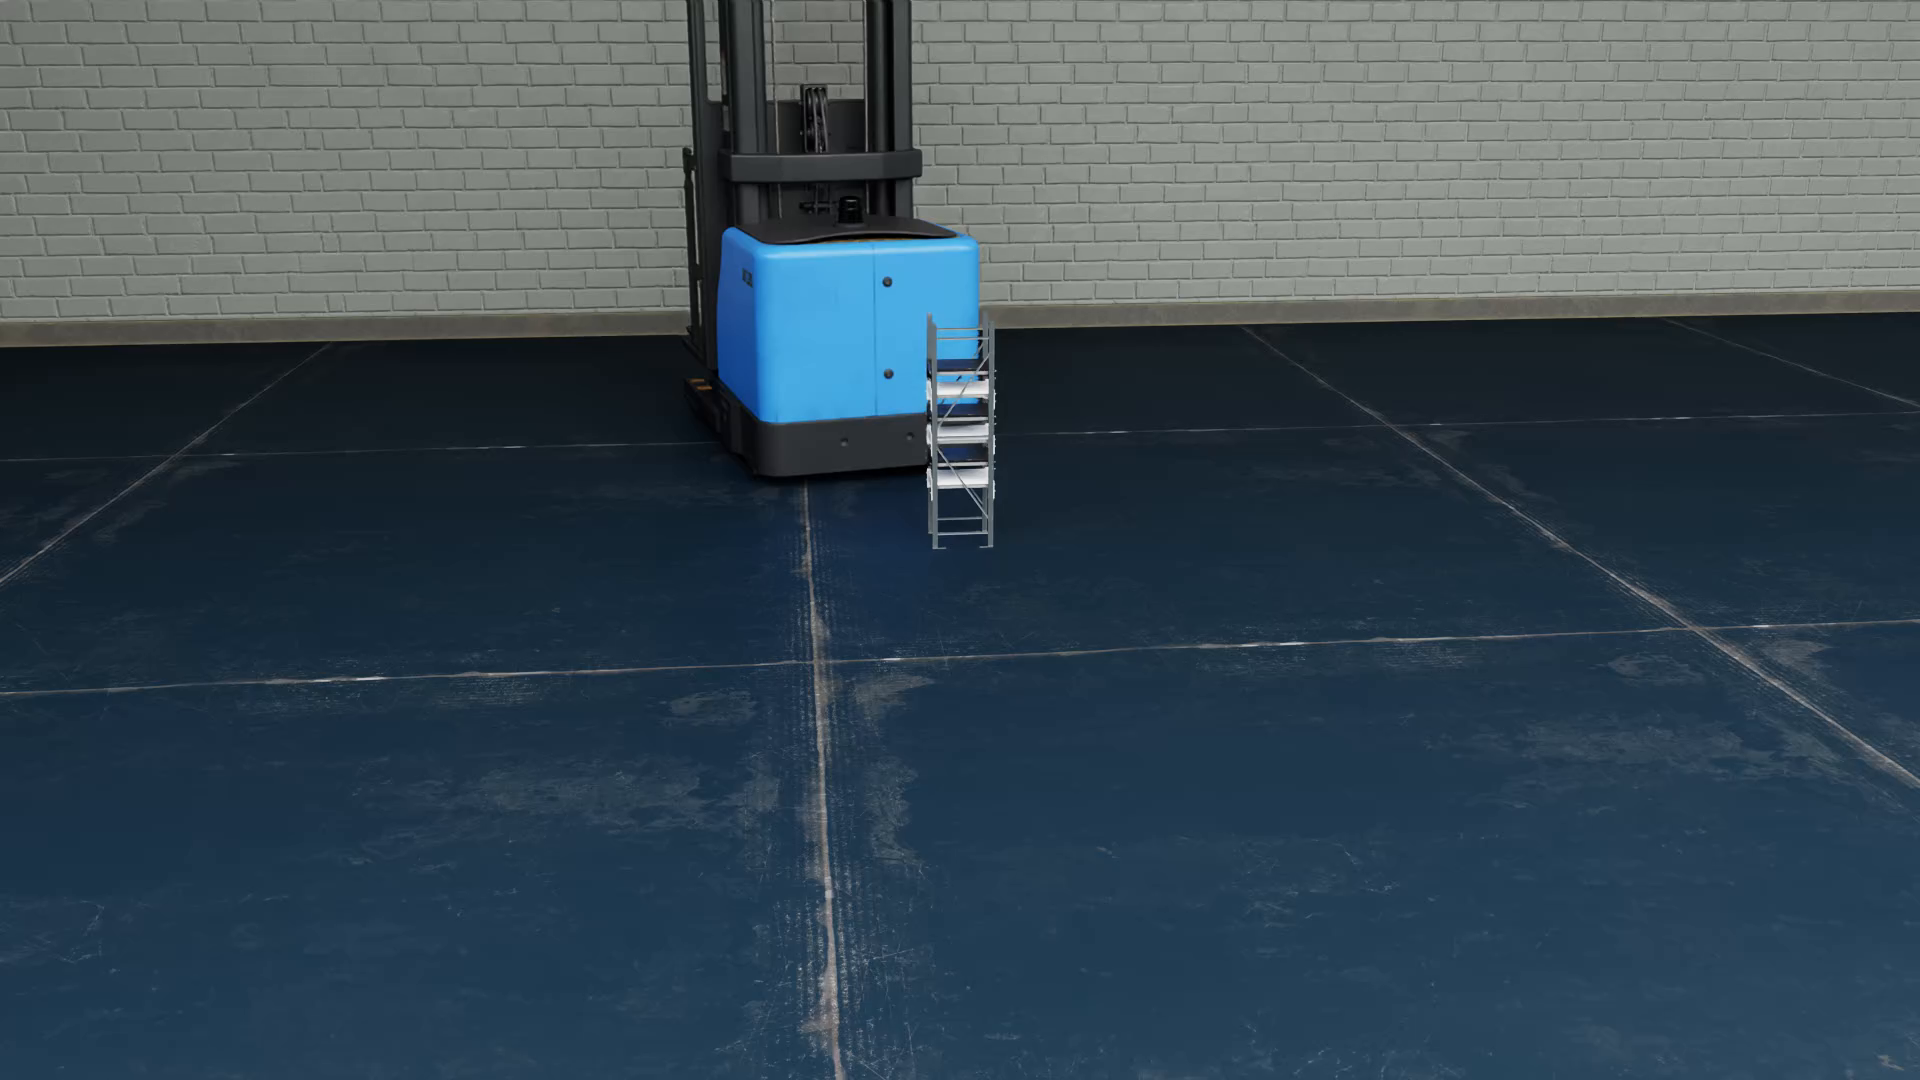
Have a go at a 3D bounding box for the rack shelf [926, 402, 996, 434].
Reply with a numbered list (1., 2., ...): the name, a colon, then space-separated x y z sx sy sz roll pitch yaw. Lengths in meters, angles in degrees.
1. rack shelf: 0.001 -0.481 6.518 0.258 0.077 0.200 -2 18 -6

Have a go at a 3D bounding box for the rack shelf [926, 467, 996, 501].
1. rack shelf: 0.001 -0.223 6.598 0.258 0.077 0.200 -2 18 -6

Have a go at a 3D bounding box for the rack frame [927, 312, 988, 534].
1. rack frame: -0.010 -0.457 6.631 0.240 0.900 0.006 -2 18 -6

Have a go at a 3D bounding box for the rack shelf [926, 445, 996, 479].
1. rack shelf: 0.001 -0.309 6.572 0.258 0.077 0.200 -2 18 -6

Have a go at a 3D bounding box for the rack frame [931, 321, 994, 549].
1. rack frame: 0.011 -0.397 6.438 0.240 0.900 0.006 -2 18 -6

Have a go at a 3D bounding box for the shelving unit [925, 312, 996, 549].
1. shelving unit: 0.001 -0.427 6.535 0.258 0.900 0.210 -2 18 -6

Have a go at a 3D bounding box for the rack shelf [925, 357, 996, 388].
1. rack shelf: 0.001 -0.653 6.464 0.258 0.077 0.200 -2 18 -6

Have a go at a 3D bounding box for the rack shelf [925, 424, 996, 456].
1. rack shelf: 0.001 -0.395 6.545 0.258 0.077 0.200 -2 18 -6

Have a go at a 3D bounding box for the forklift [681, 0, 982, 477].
1. forklift: -0.847 -2.078 8.404 1.130 2.935 3.031 -6 18 -18

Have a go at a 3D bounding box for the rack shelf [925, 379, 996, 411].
1. rack shelf: 0.001 -0.567 6.491 0.258 0.077 0.200 -2 18 -6
